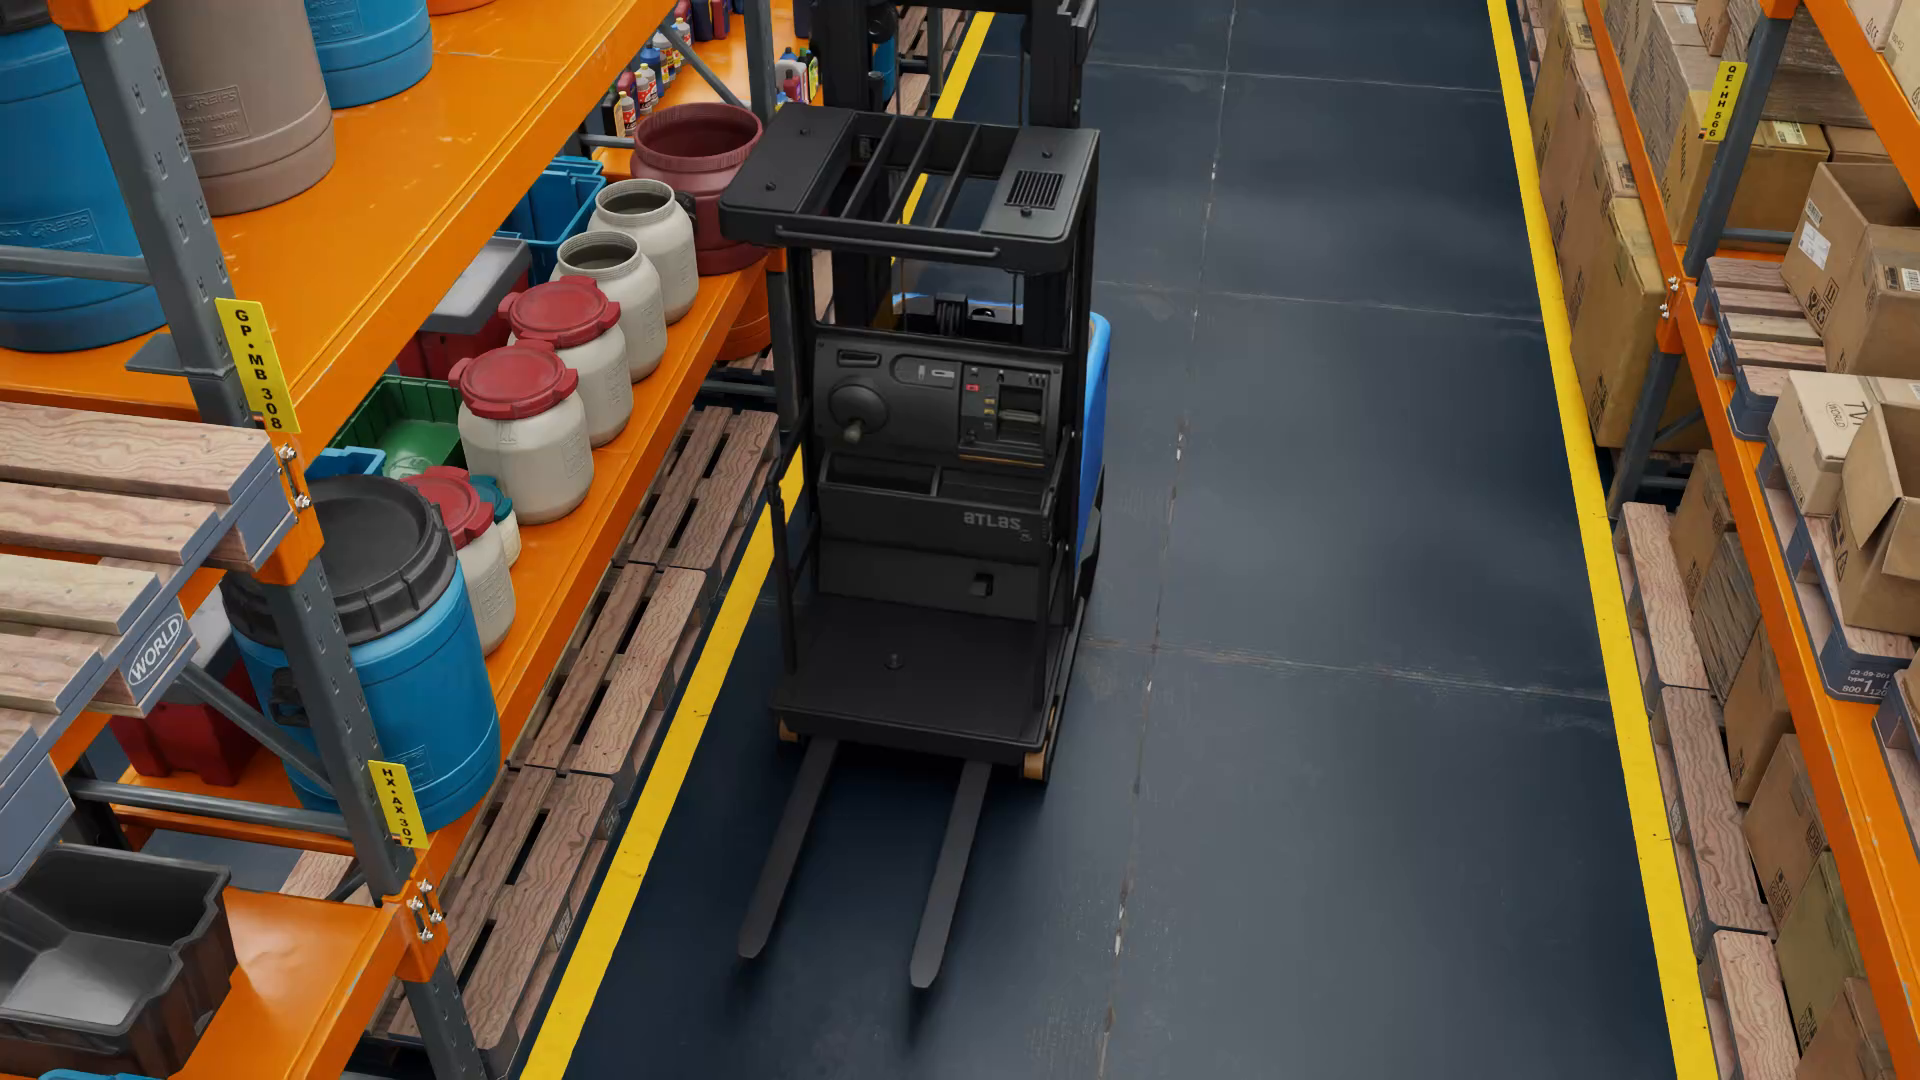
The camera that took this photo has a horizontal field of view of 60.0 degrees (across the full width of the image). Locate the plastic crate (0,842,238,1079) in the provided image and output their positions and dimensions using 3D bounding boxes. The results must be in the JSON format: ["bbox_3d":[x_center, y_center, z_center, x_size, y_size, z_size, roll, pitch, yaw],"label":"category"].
[{"bbox_3d":[-2.219,1.071,4.149,0.767,0.338,0.504,6,40,8],"label":"plastic crate"}]

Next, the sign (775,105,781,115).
[{"bbox_3d":[-0.768,-1.784,7.426,0.100,0.325,0.005,6,40,8],"label":"sign"}]

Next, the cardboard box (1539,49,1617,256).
[{"bbox_3d":[4.015,-2.120,9.298,1.225,0.875,0.875,5,40,6],"label":"cardboard box"}]

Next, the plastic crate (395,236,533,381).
[{"bbox_3d":[-1.892,-0.822,6.340,0.402,0.464,0.583,6,40,8],"label":"plastic crate"}]

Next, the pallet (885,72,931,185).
[{"bbox_3d":[-0.793,-2.734,10.891,1.003,0.211,1.213,6,40,8],"label":"pallet"}]

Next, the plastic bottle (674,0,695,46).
[{"bbox_3d":[-1.463,-2.751,8.815,0.061,0.283,0.133,6,40,8],"label":"plastic bottle"}]

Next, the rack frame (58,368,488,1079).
[{"bbox_3d":[-2.003,0.733,4.510,1.000,3.000,0.127,6,40,8],"label":"rack frame"}]

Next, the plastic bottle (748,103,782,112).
[{"bbox_3d":[-0.917,-1.966,7.871,0.152,0.276,0.135,6,40,8],"label":"plastic bottle"}]

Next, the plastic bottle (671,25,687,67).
[{"bbox_3d":[-1.482,-2.584,8.677,0.097,0.201,0.097,0,40,0],"label":"plastic bottle"}]

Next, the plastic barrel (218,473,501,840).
[{"bbox_3d":[-1.638,0.330,4.603,0.600,0.901,0.708,6,40,8],"label":"plastic barrel"}]

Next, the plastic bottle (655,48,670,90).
[{"bbox_3d":[-1.532,-2.401,8.455,0.097,0.201,0.097,0,40,0],"label":"plastic bottle"}]

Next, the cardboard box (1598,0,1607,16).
[{"bbox_3d":[3.848,-3.204,9.192,0.500,0.500,0.500,6,40,8],"label":"cardboard box"}]

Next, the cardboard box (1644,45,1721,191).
[{"bbox_3d":[3.501,-1.919,7.639,0.500,0.500,0.500,6,40,7],"label":"cardboard box"}]

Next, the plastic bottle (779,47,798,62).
[{"bbox_3d":[-0.850,-2.331,8.316,0.097,0.271,0.097,0,40,0],"label":"plastic bottle"}]

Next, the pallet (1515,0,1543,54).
[{"bbox_3d":[4.677,-3.904,12.306,1.003,0.211,1.213,6,40,8],"label":"pallet"}]

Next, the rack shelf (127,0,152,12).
[{"bbox_3d":[-1.657,-2.403,4.473,1.077,0.370,4.000,6,40,8],"label":"rack shelf"}]

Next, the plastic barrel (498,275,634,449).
[{"bbox_3d":[-1.420,-0.628,6.049,0.433,0.535,0.433,0,40,0],"label":"plastic barrel"}]

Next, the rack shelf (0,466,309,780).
[{"bbox_3d":[-2.349,1.109,2.265,1.077,0.370,4.000,6,40,8],"label":"rack shelf"}]

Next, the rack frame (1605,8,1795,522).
[{"bbox_3d":[3.568,-1.232,6.886,1.000,3.000,0.127,6,40,8],"label":"rack frame"}]

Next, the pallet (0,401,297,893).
[{"bbox_3d":[-2.032,0.113,3.053,1.213,0.211,1.003,6,40,8],"label":"pallet"}]

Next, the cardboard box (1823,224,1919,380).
[{"bbox_3d":[3.515,-0.727,5.868,0.700,0.500,0.500,12,41,14],"label":"cardboard box"}]

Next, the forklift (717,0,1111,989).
[{"bbox_3d":[-0.128,-0.441,5.983,1.130,2.935,3.031,7,40,9],"label":"forklift"}]

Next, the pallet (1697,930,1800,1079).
[{"bbox_3d":[3.009,1.865,5.329,1.003,0.211,1.213,6,40,8],"label":"pallet"}]

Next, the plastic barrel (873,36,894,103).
[{"bbox_3d":[-0.729,-3.302,10.707,0.600,0.901,0.708,6,40,8],"label":"plastic barrel"}]

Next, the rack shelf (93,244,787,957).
[{"bbox_3d":[-1.657,-0.245,6.257,1.077,0.370,4.000,6,40,8],"label":"rack shelf"}]

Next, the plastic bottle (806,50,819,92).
[{"bbox_3d":[-0.767,-2.381,8.432,0.097,0.201,0.097,0,40,0],"label":"plastic bottle"}]

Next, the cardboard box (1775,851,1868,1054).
[{"bbox_3d":[3.104,1.392,5.328,0.700,0.500,0.500,6,40,7],"label":"cardboard box"}]

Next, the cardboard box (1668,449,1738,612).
[{"bbox_3d":[3.471,-0.015,7.031,0.700,0.500,0.500,4,40,5],"label":"cardboard box"}]

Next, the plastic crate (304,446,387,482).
[{"bbox_3d":[-2.118,0.012,5.394,0.392,0.384,0.575,6,40,8],"label":"plastic crate"}]

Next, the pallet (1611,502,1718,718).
[{"bbox_3d":[3.431,0.333,7.181,1.003,0.211,1.213,6,40,8],"label":"pallet"}]

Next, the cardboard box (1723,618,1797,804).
[{"bbox_3d":[3.297,0.691,6.177,0.700,0.500,0.500,10,41,11],"label":"cardboard box"}]

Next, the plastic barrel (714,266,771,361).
[{"bbox_3d":[-1.243,-1.412,8.477,0.600,0.830,0.708,6,40,8],"label":"plastic barrel"}]

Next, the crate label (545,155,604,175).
[{"bbox_3d":[-1.753,-1.490,7.330,0.303,0.233,0.416,6,40,8],"label":"crate label"}]

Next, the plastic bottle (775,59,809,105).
[{"bbox_3d":[-0.837,-2.256,8.222,0.152,0.276,0.135,6,40,8],"label":"plastic bottle"}]

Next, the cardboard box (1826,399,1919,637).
[{"bbox_3d":[3.084,-0.021,5.011,0.797,0.503,0.637,10,41,12],"label":"cardboard box"}]

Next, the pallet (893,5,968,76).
[{"bbox_3d":[-0.529,-3.679,12.034,1.003,0.211,1.213,6,40,8],"label":"pallet"}]

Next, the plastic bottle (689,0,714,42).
[{"bbox_3d":[-1.395,-2.872,8.909,0.144,0.351,0.185,6,40,8],"label":"plastic bottle"}]

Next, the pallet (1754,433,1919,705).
[{"bbox_3d":[3.265,0.089,5.439,1.003,0.211,1.213,6,40,8],"label":"pallet"}]

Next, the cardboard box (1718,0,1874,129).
[{"bbox_3d":[3.710,-2.114,7.087,0.797,0.503,0.637,8,40,9],"label":"cardboard box"}]

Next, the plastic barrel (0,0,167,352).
[{"bbox_3d":[-2.129,-0.960,3.809,0.600,0.901,0.708,6,40,8],"label":"plastic barrel"}]

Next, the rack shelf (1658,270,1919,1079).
[{"bbox_3d":[3.221,0.301,5.597,1.077,0.370,4.000,6,40,8],"label":"rack shelf"}]

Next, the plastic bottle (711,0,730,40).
[{"bbox_3d":[-1.289,-2.851,8.936,0.061,0.283,0.133,6,40,8],"label":"plastic bottle"}]

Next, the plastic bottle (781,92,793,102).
[{"bbox_3d":[-0.854,-2.068,8.053,0.097,0.201,0.097,0,40,0],"label":"plastic bottle"}]

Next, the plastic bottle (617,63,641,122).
[{"bbox_3d":[-1.621,-2.178,8.122,0.061,0.283,0.133,6,40,8],"label":"plastic bottle"}]

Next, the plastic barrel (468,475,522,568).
[{"bbox_3d":[-1.623,-0.028,5.538,0.301,0.262,0.301,0,40,0],"label":"plastic barrel"}]

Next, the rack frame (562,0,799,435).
[{"bbox_3d":[-1.311,-1.778,7.546,1.000,3.000,0.127,6,40,8],"label":"rack frame"}]

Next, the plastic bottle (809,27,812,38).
[{"bbox_3d":[-0.727,-2.553,8.584,0.097,0.271,0.097,0,40,0],"label":"plastic bottle"}]

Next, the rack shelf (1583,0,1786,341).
[{"bbox_3d":[3.914,-2.209,8.633,1.077,0.370,4.000,6,40,8],"label":"rack shelf"}]

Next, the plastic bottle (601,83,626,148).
[{"bbox_3d":[-1.661,-2.034,7.947,0.061,0.283,0.133,6,40,8],"label":"plastic bottle"}]

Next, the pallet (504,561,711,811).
[{"bbox_3d":[-1.696,0.542,6.928,1.003,0.211,1.213,6,40,8],"label":"pallet"}]

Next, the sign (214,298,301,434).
[{"bbox_3d":[-1.463,-0.359,3.469,0.100,0.325,0.005,6,40,8],"label":"sign"}]

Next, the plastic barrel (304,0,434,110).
[{"bbox_3d":[-1.902,-1.781,4.802,0.600,0.901,0.708,6,40,8],"label":"plastic barrel"}]

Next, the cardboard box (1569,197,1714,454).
[{"bbox_3d":[3.707,-1.005,7.950,1.225,0.875,0.875,5,40,6],"label":"cardboard box"}]

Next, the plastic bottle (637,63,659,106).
[{"bbox_3d":[-1.566,-2.278,8.308,0.097,0.201,0.097,0,40,0],"label":"plastic bottle"}]

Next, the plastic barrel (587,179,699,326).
[{"bbox_3d":[-1.278,-1.152,6.701,0.421,0.512,0.421,0,40,0],"label":"plastic barrel"}]

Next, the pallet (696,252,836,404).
[{"bbox_3d":[-1.215,-1.202,9.039,1.003,0.211,1.213,6,40,8],"label":"pallet"}]

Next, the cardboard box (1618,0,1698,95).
[{"bbox_3d":[3.677,-2.565,8.420,0.500,0.500,0.500,7,40,9],"label":"cardboard box"}]

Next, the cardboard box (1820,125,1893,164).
[{"bbox_3d":[3.920,-1.545,7.186,0.500,0.500,0.500,8,40,9],"label":"cardboard box"}]

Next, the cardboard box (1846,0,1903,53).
[{"bbox_3d":[3.146,-1.741,5.265,0.500,0.250,0.500,7,40,9],"label":"cardboard box"}]
